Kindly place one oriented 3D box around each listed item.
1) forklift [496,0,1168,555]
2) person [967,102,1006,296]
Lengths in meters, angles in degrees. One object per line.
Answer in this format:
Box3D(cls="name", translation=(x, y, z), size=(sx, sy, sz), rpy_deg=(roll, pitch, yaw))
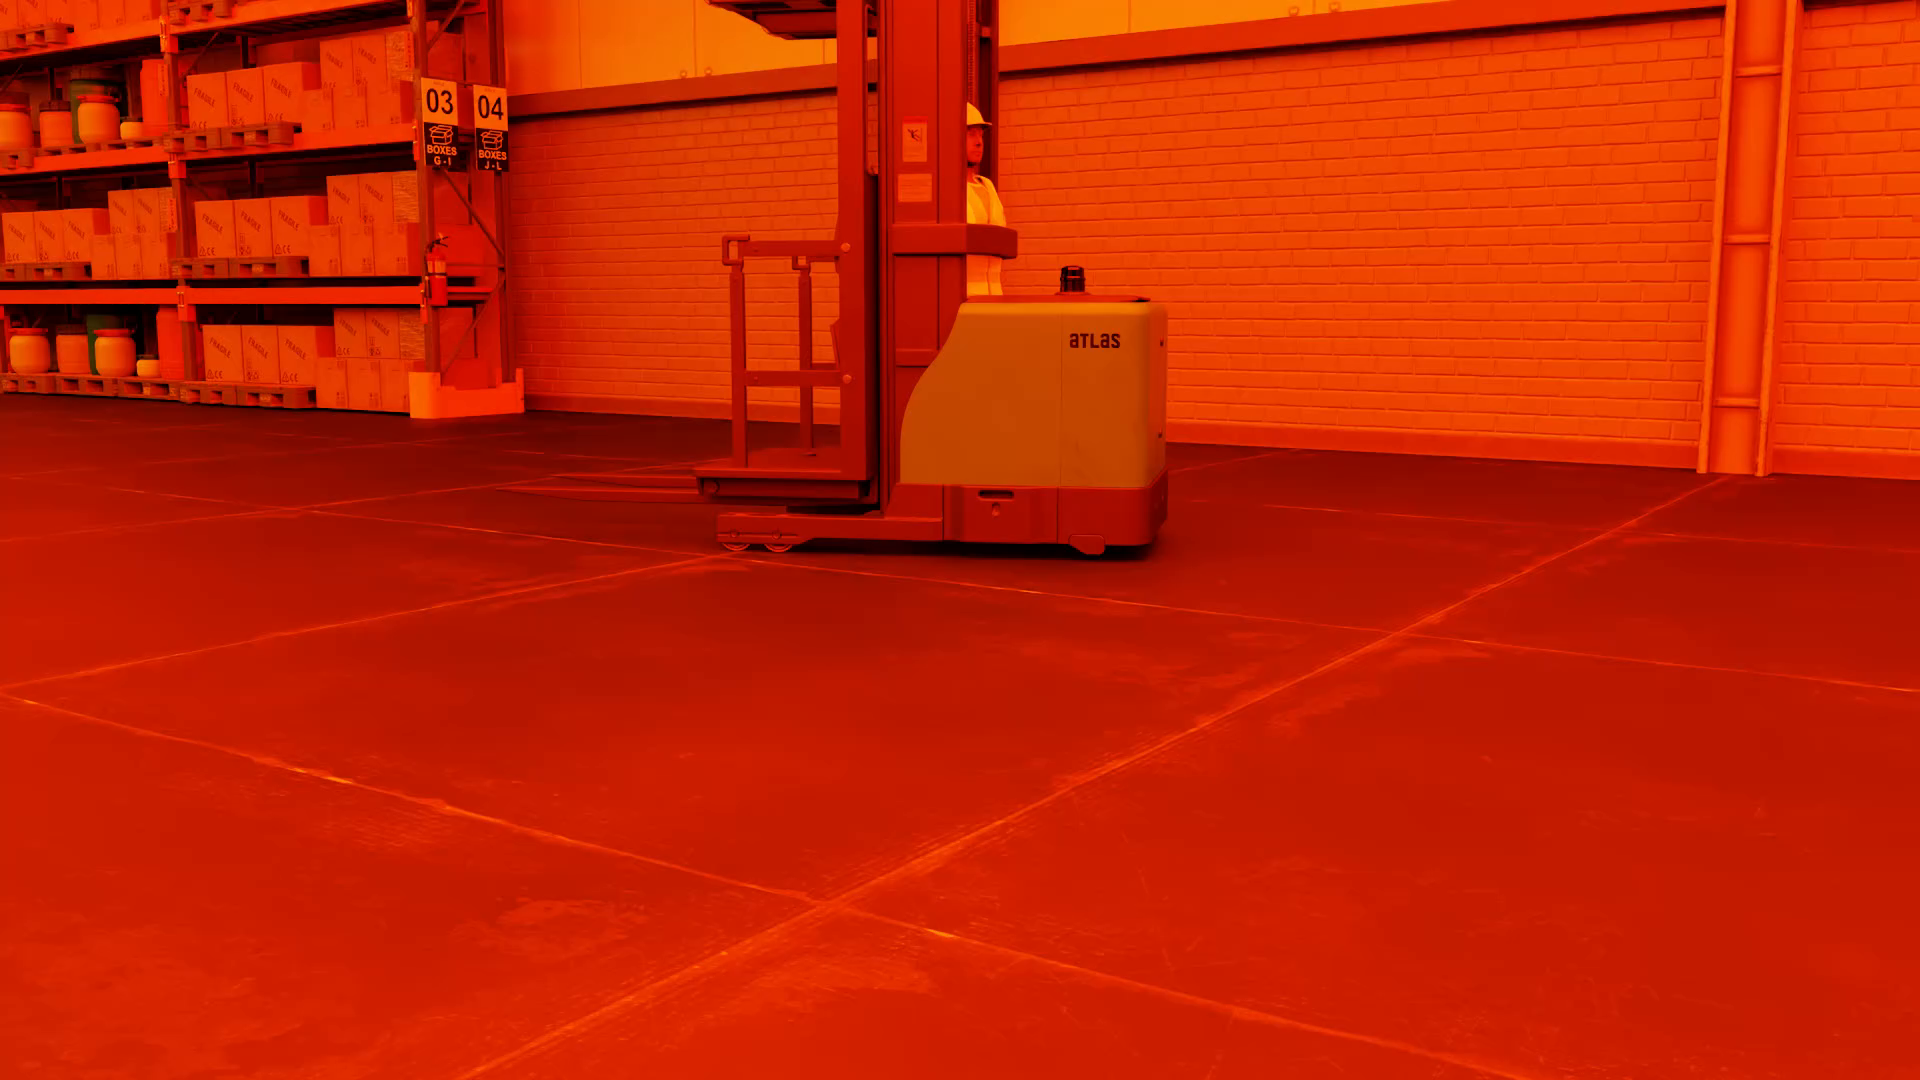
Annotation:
Box3D(cls="forklift", translation=(-0.596, -1.469, 7.520), size=(3.031, 2.935, 1.130), rpy_deg=(2, 8, 12))
Box3D(cls="person", translation=(0.005, -1.041, 7.449), size=(0.356, 1.795, 0.551), rpy_deg=(5, 10, 34))
